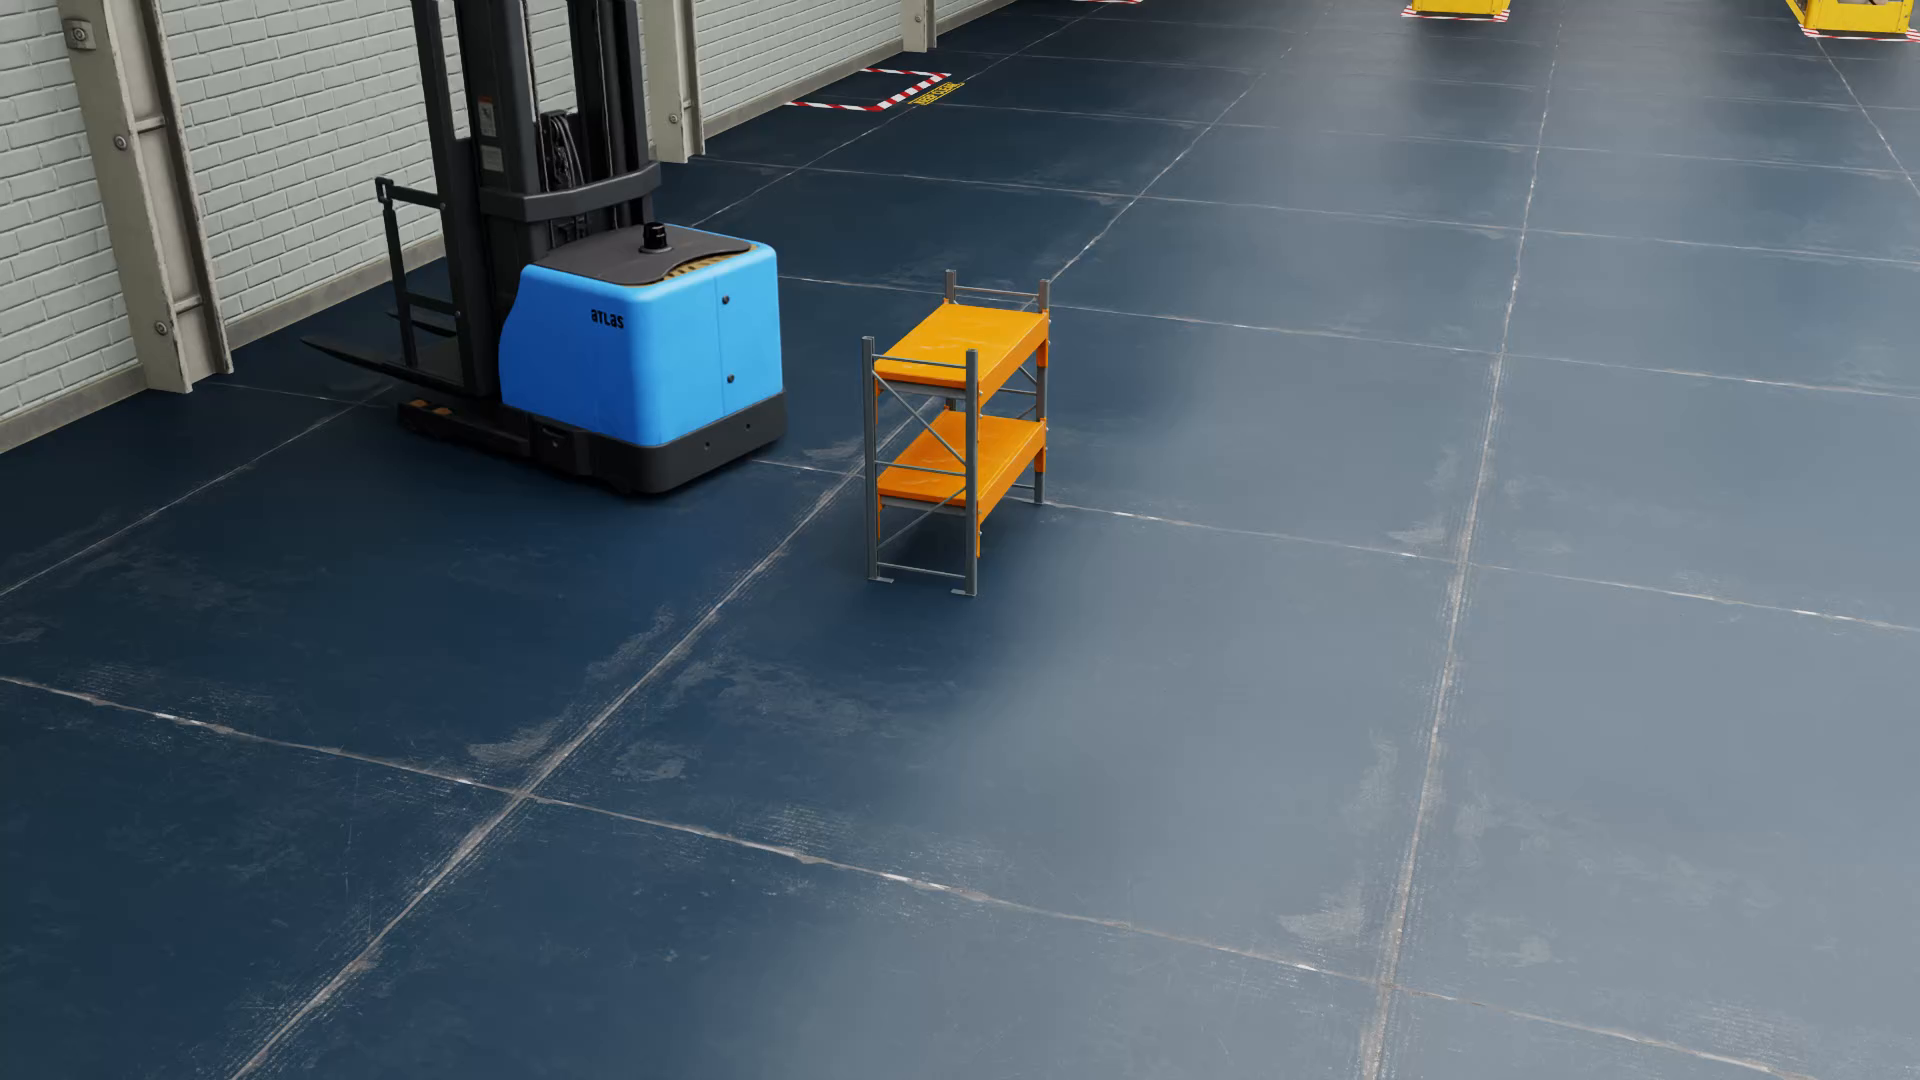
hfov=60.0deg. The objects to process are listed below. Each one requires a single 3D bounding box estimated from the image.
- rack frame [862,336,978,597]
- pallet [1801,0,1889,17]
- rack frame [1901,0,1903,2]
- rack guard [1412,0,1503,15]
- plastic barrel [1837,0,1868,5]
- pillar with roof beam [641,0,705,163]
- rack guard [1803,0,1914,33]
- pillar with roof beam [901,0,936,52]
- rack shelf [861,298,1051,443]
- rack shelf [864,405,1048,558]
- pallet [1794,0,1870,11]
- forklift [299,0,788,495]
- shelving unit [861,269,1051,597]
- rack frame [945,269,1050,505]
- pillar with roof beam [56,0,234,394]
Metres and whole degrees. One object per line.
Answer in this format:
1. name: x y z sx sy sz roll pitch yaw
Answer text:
1. rack frame: -0.167 -0.300 7.079 0.500 1.125 0.032 9 27 17
2. pallet: 11.684 -6.951 21.864 1.003 0.211 1.213 9 27 17
3. rack frame: 11.428 -7.835 20.489 1.000 3.000 0.127 9 27 17
4. rack guard: 6.750 -7.420 22.501 1.175 0.500 0.348 9 27 17
5. plastic barrel: 11.575 -7.186 21.522 0.421 0.512 0.421 0 26 0
6. pillar with roof beam: 1.569 -6.829 11.528 9.100 9.000 0.400 9 27 17
7. rack guard: 11.409 -6.748 21.113 1.175 0.500 0.348 9 27 17
8. pillar with roof beam: 3.566 -9.295 16.621 9.100 9.000 0.400 9 27 17
9. rack shelf: 0.002 -0.772 7.383 0.538 0.278 1.000 9 27 17
10. rack shelf: 0.002 -0.289 7.617 0.538 0.278 1.000 9 27 17
11. pallet: 12.092 -7.450 22.896 1.003 0.211 1.213 9 27 17
12. forklift: -2.407 -2.028 8.576 3.031 2.935 1.130 17 31 31
13. shelving unit: 0.002 -0.509 7.511 0.538 1.125 1.048 9 27 17
14. rack frame: 0.171 -0.718 7.942 0.500 1.125 0.032 9 27 17
15. pillar with roof beam: -0.427 -4.363 6.436 9.100 9.000 0.400 9 27 17
